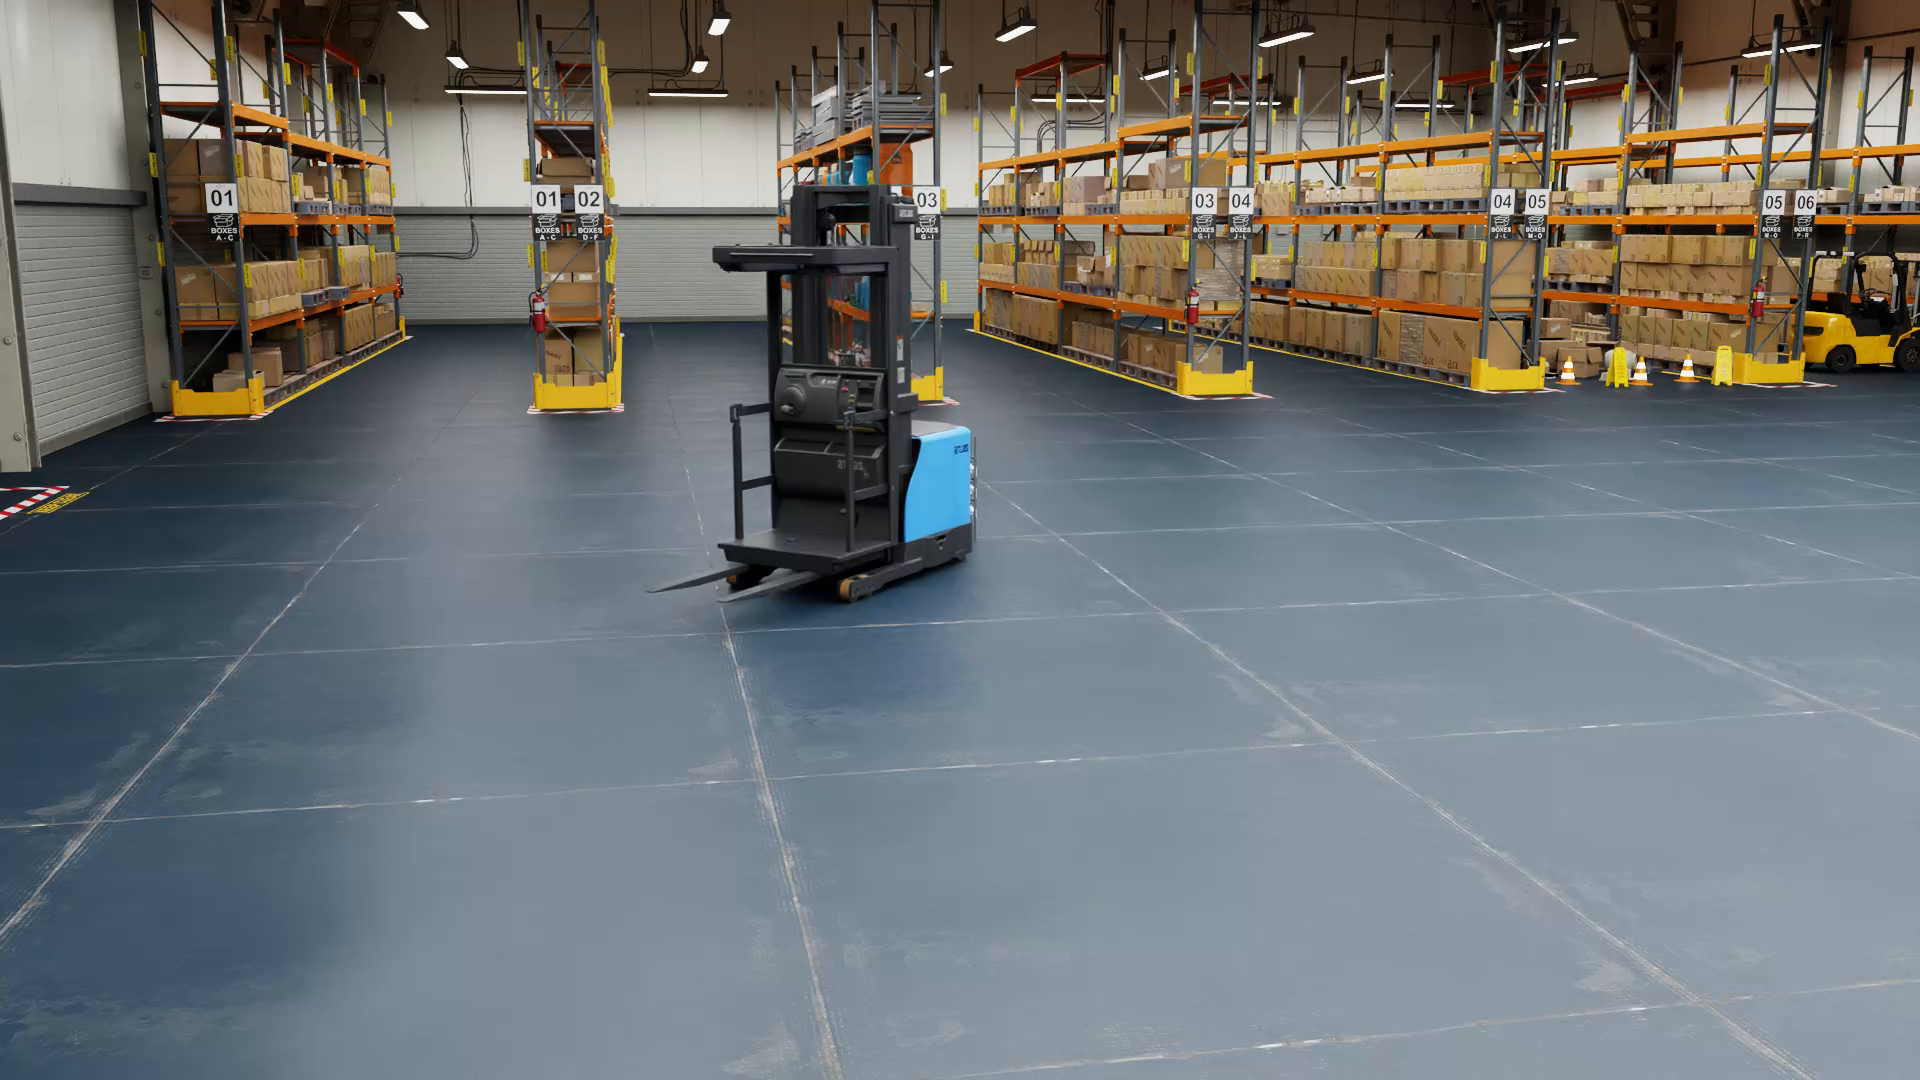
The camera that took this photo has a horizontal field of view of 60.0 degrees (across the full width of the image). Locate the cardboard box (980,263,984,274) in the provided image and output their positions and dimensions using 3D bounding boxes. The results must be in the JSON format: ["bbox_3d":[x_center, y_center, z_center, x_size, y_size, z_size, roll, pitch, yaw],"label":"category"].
[{"bbox_3d":[0.781,-6.703,40.999,0.500,0.250,0.500,-2,11,-13],"label":"cardboard box"}]

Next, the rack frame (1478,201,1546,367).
[{"bbox_3d":[8.949,-3.956,26.959,1.000,3.000,0.127,-2,11,-11],"label":"rack frame"}]

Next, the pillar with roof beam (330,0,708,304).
[{"bbox_3d":[-10.774,-9.756,41.385,9.100,9.000,0.548,-2,11,-11],"label":"pillar with roof beam"}]

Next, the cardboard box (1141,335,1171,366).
[{"bbox_3d":[3.444,-3.327,29.214,0.500,0.500,0.500,1,11,7],"label":"cardboard box"}]

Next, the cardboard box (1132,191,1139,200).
[{"bbox_3d":[3.198,-5.956,28.777,0.380,0.149,0.250,-2,11,-11],"label":"cardboard box"}]

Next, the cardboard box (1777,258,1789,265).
[{"bbox_3d":[17.186,-5.771,34.492,0.380,0.149,0.250,-2,11,-13],"label":"cardboard box"}]

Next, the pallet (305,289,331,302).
[{"bbox_3d":[-11.642,-4.265,29.097,1.003,0.211,1.213,-2,11,-11],"label":"pallet"}]

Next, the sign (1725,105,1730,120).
[{"bbox_3d":[16.567,-9.226,35.894,0.100,0.325,0.005,-2,11,-11],"label":"sign"}]

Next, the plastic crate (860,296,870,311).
[{"bbox_3d":[-1.305,-3.741,26.228,0.499,0.251,0.408,-2,11,-11],"label":"plastic crate"}]

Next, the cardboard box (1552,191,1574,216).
[{"bbox_3d":[12.554,-6.867,33.957,0.797,0.503,0.637,-2,11,-11],"label":"cardboard box"}]

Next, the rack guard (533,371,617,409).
[{"bbox_3d":[-5.649,-2.202,24.430,1.175,0.500,0.348,-2,11,-11],"label":"rack guard"}]

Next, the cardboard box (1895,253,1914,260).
[{"bbox_3d":[17.871,-5.325,31.356,0.380,0.149,0.250,-2,11,-12],"label":"cardboard box"}]

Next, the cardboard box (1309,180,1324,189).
[{"bbox_3d":[7.485,-7.501,35.246,0.396,0.266,0.258,-2,11,-11],"label":"cardboard box"}]

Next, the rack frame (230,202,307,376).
[{"bbox_3d":[-11.290,-3.987,27.124,1.000,3.000,0.127,-2,11,-11],"label":"rack frame"}]

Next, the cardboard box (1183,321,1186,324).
[{"bbox_3d":[5.754,-5.447,41.296,0.380,0.149,0.250,-2,11,-10],"label":"cardboard box"}]

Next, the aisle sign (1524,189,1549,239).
[{"bbox_3d":[9.258,-5.231,26.705,0.394,0.787,0.004,-2,11,-11],"label":"aisle sign"}]

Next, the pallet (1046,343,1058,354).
[{"bbox_3d":[2.429,-4.039,34.853,1.003,0.211,1.213,-2,11,-11],"label":"pallet"}]

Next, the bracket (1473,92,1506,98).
[{"bbox_3d":[14.929,-13.089,49.269,0.076,0.066,5.218,-2,11,-11],"label":"bracket"}]

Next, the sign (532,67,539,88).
[{"bbox_3d":[-6.961,-7.591,27.303,0.100,0.325,0.005,-2,11,-11],"label":"sign"}]

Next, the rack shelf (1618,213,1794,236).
[{"bbox_3d":[13.396,-5.642,29.716,1.077,0.370,4.000,-2,11,-11],"label":"rack shelf"}]

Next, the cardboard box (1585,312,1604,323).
[{"bbox_3d":[15.854,-5.557,41.559,0.396,0.266,0.258,-2,11,-9],"label":"cardboard box"}]

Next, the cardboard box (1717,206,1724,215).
[{"bbox_3d":[13.359,-5.703,28.789,0.380,0.149,0.250,-2,11,-11],"label":"cardboard box"}]

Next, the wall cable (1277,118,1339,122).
[{"bbox_3d":[10.029,-11.096,48.428,2.355,3.000,0.029,-2,11,-11],"label":"wall cable"}]

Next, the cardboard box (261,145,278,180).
[{"bbox_3d":[-10.698,-5.734,25.281,0.500,0.500,0.500,-3,11,-13],"label":"cardboard box"}]

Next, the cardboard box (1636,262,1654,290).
[{"bbox_3d":[12.940,-4.901,30.863,0.500,0.500,0.500,-2,11,-11],"label":"cardboard box"}]

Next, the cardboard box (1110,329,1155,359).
[{"bbox_3d":[3.188,-3.629,30.752,0.700,0.500,0.500,-3,11,-15],"label":"cardboard box"}]

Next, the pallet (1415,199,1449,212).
[{"bbox_3d":[8.554,-5.746,28.578,1.003,0.211,1.213,-2,11,-11],"label":"pallet"}]

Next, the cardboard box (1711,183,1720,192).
[{"bbox_3d":[13.310,-6.136,28.930,0.380,0.149,0.250,-2,11,-11],"label":"cardboard box"}]

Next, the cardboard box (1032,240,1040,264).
[{"bbox_3d":[1.985,-6.294,36.292,0.797,0.503,0.637,-2,11,-10],"label":"cardboard box"}]

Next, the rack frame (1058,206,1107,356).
[{"bbox_3d":[2.509,-5.262,33.818,1.000,3.000,0.127,-2,11,-11],"label":"rack frame"}]

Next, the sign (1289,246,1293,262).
[{"bbox_3d":[6.863,-5.932,34.454,0.100,0.325,0.005,-2,11,-11],"label":"sign"}]

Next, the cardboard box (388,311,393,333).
[{"bbox_3d":[-13.292,-4.950,37.744,0.700,0.500,0.500,-2,11,-11],"label":"cardboard box"}]

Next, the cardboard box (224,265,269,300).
[{"bbox_3d":[-10.396,-3.748,24.207,0.500,0.500,0.500,-2,11,-11],"label":"cardboard box"}]

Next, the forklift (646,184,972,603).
[{"bbox_3d":[-1.075,-1.092,12.097,1.130,2.935,3.031,6,12,29],"label":"forklift"}]

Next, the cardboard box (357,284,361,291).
[{"bbox_3d":[-12.332,-5.101,33.594,0.380,0.149,0.250,-2,11,-11],"label":"cardboard box"}]

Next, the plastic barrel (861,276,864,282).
[{"bbox_3d":[-1.685,-4.733,30.675,0.433,0.535,0.433,0,11,0],"label":"plastic barrel"}]

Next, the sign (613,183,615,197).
[{"bbox_3d":[-8.217,-8.294,39.361,0.100,0.325,0.005,-2,11,-11],"label":"sign"}]

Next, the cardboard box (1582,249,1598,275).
[{"bbox_3d":[12.595,-5.457,32.659,0.500,0.500,0.500,-2,11,-11],"label":"cardboard box"}]

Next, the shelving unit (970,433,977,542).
[{"bbox_3d":[-0.002,-0.444,14.120,0.258,0.900,0.210,-2,11,-11],"label":"shelving unit"}]

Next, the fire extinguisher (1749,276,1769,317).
[{"bbox_3d":[13.356,-4.079,27.811,0.296,0.674,0.183,-2,11,-11],"label":"fire extinguisher"}]

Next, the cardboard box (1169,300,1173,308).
[{"bbox_3d":[3.626,-3.852,27.083,0.380,0.149,0.250,-2,11,-11],"label":"cardboard box"}]

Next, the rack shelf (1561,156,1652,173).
[{"bbox_3d":[15.931,-9.496,41.951,1.077,0.370,4.000,-2,11,-11],"label":"rack shelf"}]

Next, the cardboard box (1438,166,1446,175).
[{"bbox_3d":[8.304,-6.236,28.064,0.380,0.149,0.250,-2,11,-12],"label":"cardboard box"}]

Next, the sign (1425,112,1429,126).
[{"bbox_3d":[10.902,-9.824,38.820,0.100,0.325,0.005,-2,11,-11],"label":"sign"}]

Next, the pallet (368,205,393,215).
[{"bbox_3d":[-13.469,-7.483,37.702,1.003,0.211,1.213,-2,11,-11],"label":"pallet"}]

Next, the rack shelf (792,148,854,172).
[{"bbox_3d":[-2.739,-7.845,34.342,1.077,0.370,4.000,-2,11,-11],"label":"rack shelf"}]

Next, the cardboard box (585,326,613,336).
[{"bbox_3d":[-6.758,-3.851,31.137,0.500,0.311,0.500,-2,11,-12],"label":"cardboard box"}]

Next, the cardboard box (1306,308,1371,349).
[{"bbox_3d":[7.597,-4.249,33.393,1.050,0.750,0.750,-2,11,-10],"label":"cardboard box"}]

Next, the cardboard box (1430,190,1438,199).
[{"bbox_3d":[8.256,-5.890,28.379,0.380,0.149,0.250,-2,11,-10],"label":"cardboard box"}]

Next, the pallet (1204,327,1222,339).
[{"bbox_3d":[6.450,-4.909,39.424,1.003,0.211,1.213,-2,11,-11],"label":"pallet"}]

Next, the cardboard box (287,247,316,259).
[{"bbox_3d":[-12.410,-5.368,31.257,0.500,0.250,0.500,-2,11,-9],"label":"cardboard box"}]
